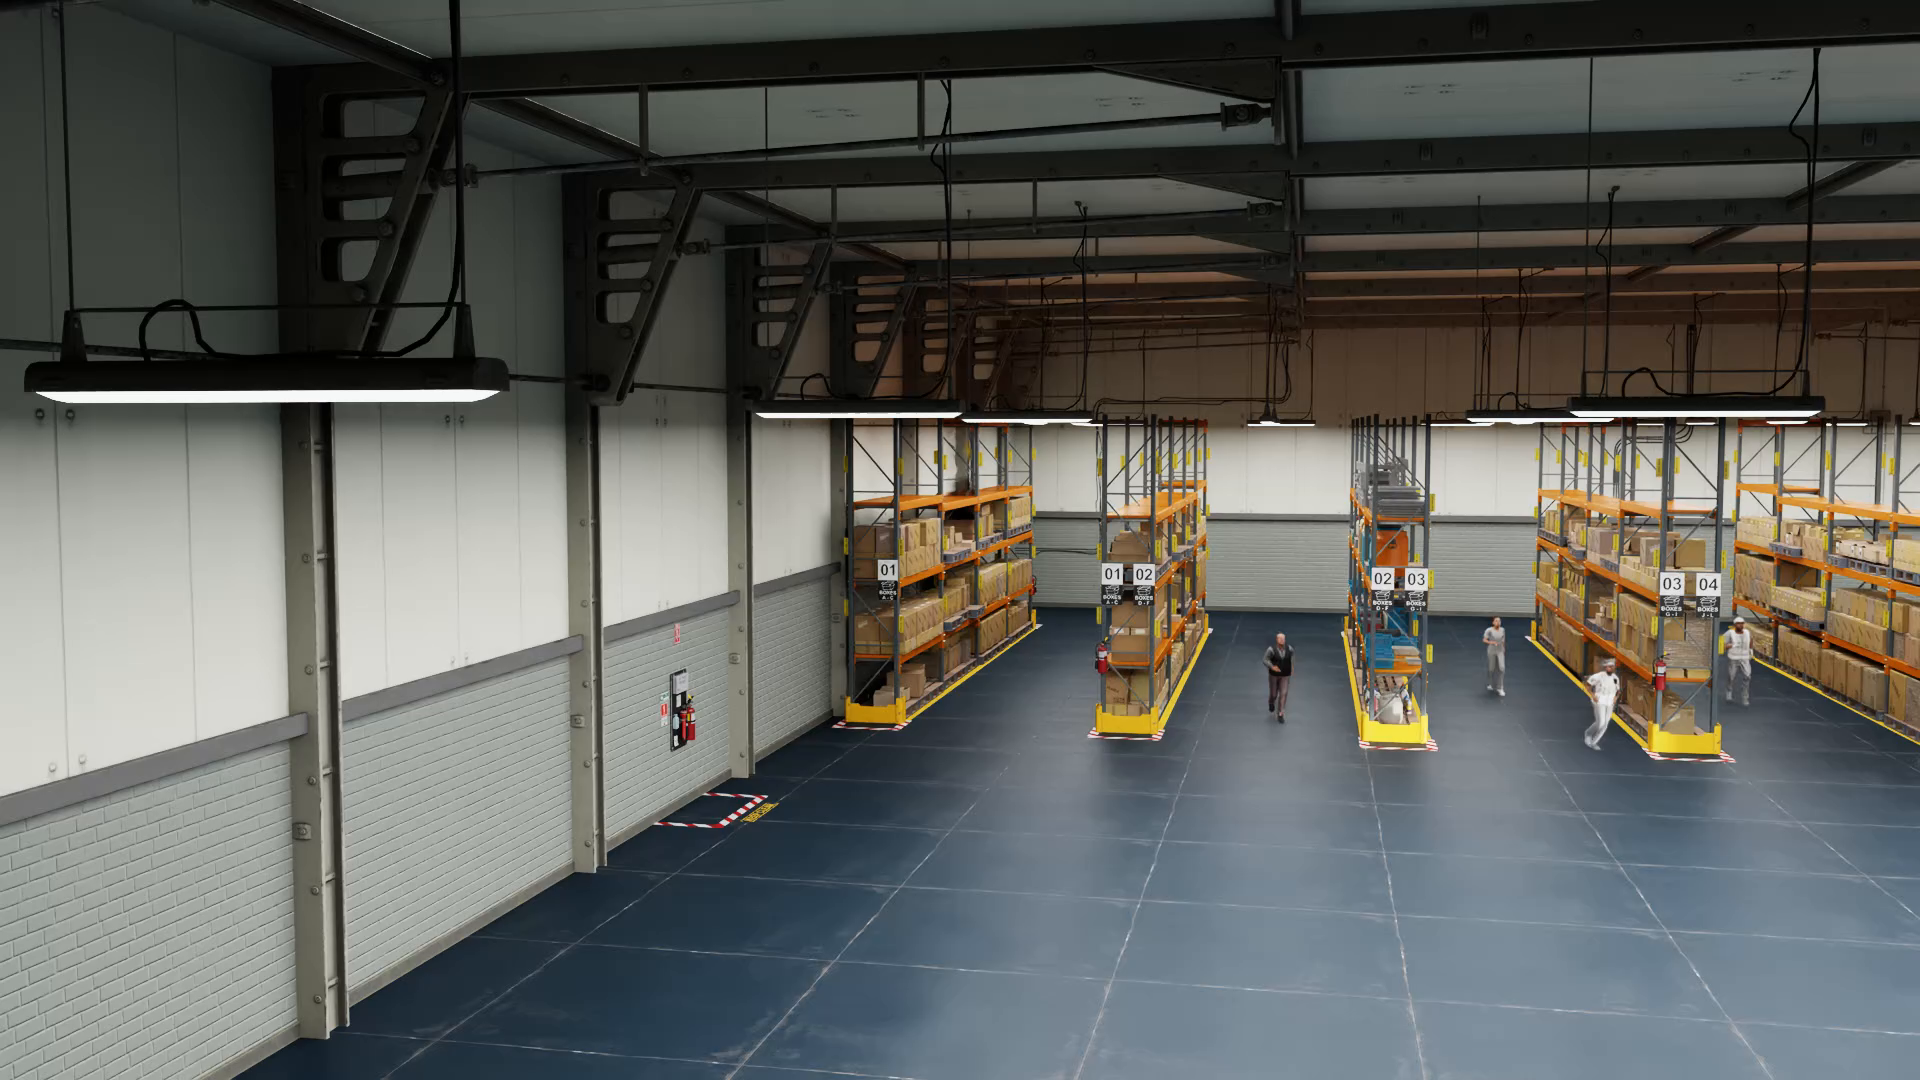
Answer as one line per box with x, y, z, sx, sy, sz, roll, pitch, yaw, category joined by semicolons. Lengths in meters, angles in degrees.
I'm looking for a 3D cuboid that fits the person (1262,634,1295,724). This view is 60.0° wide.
6.285;2.687;32.762;0.681;1.718;0.993;0;4;-3;person

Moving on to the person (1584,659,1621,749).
11.507;2.926;29.673;0.593;1.648;0.529;-1;4;-9;person

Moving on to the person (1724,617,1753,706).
16.212;2.519;34.660;0.705;1.850;0.772;0;4;7;person

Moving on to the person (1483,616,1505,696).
11.595;2.486;36.085;0.552;1.710;0.774;0;4;1;person
